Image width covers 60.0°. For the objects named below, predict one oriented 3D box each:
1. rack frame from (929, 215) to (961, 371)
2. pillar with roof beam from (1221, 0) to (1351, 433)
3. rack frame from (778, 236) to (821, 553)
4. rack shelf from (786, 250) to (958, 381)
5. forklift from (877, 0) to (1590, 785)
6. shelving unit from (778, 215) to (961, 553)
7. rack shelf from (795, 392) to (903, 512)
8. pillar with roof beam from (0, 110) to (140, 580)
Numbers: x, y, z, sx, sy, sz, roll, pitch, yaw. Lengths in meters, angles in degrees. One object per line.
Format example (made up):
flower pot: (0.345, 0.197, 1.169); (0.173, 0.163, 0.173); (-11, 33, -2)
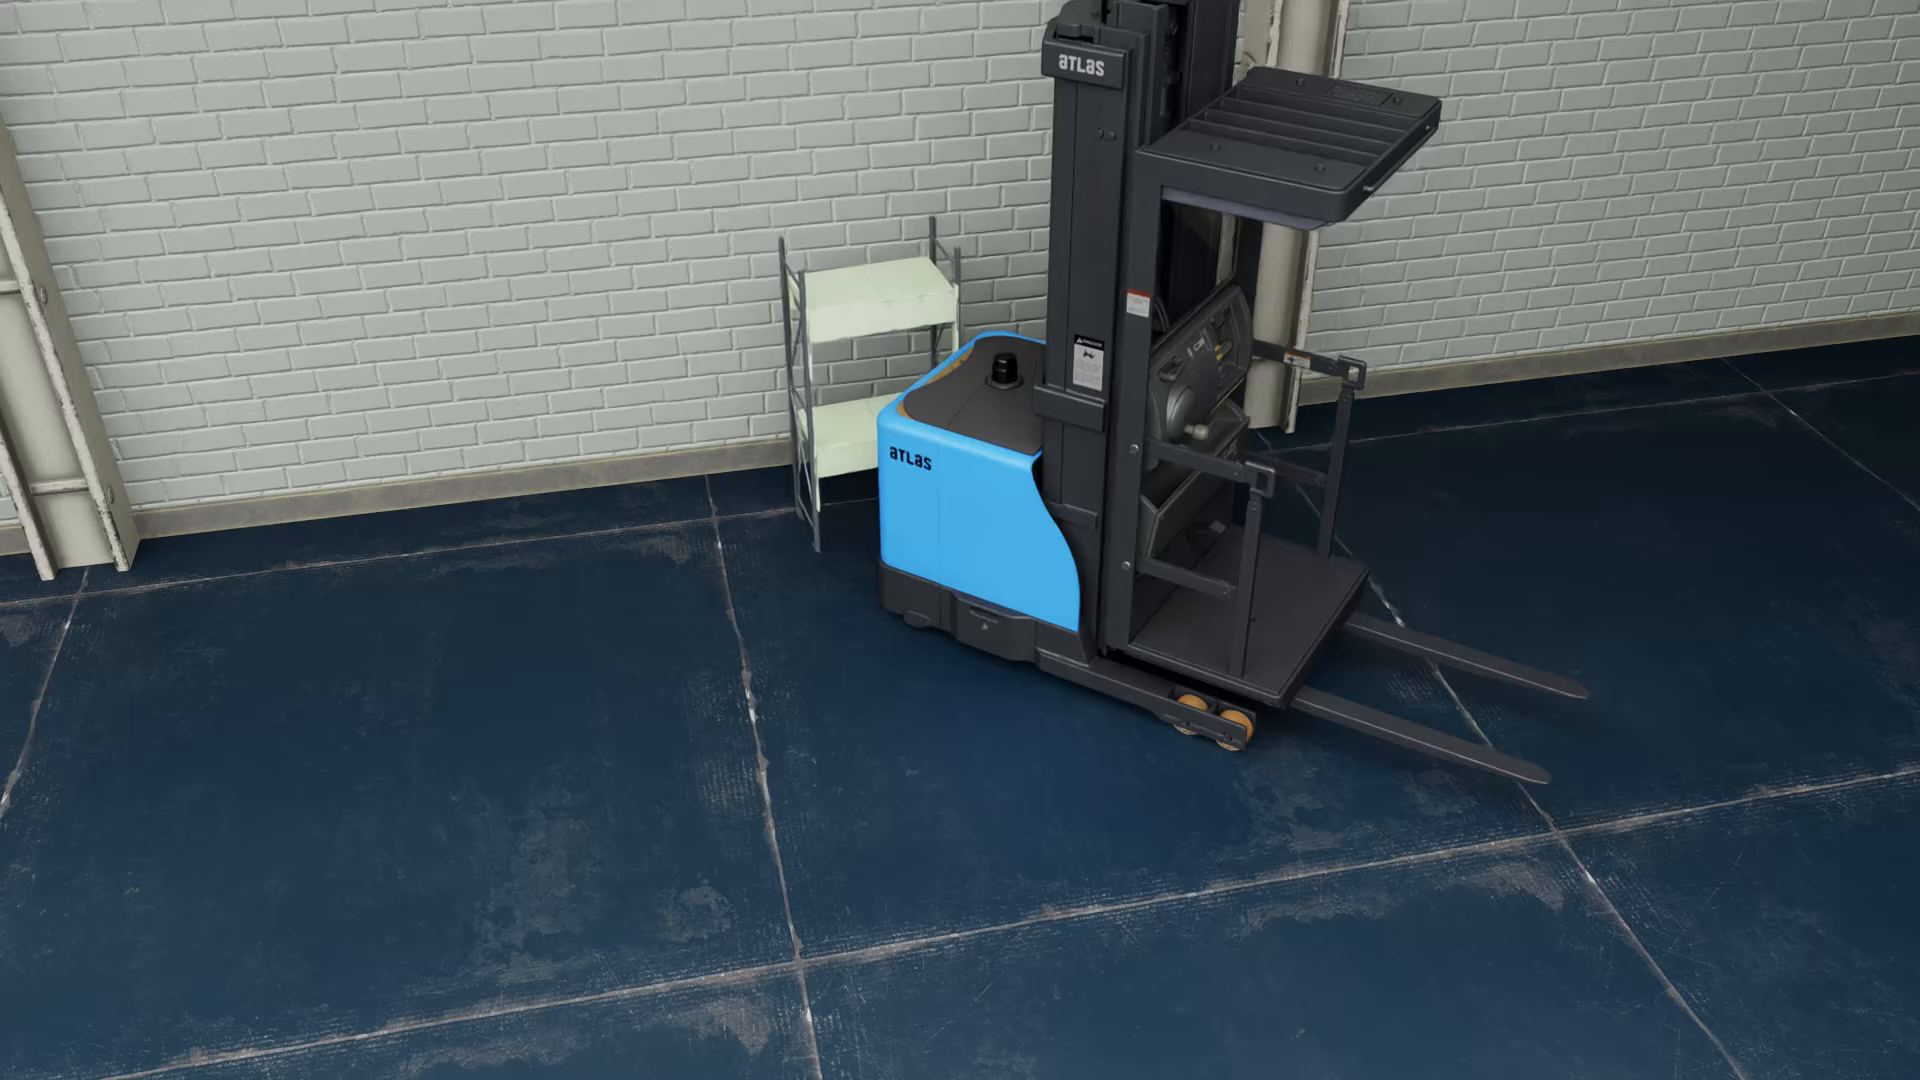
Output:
rack frame: (-0.069, -0.800, 8.096); (0.023, 1.500, 0.400); (-11, 35, -16)
pillar with roof beam: (2.563, -2.049, 3.227); (0.400, 9.000, 9.100); (-7, 35, -11)
rack frame: (-0.761, -0.666, 7.897); (0.023, 1.500, 0.400); (-11, 35, -16)
rack shelf: (-0.415, -1.057, 7.779); (0.720, 0.370, 0.431); (-11, 35, -16)
forklift: (1.153, -0.679, 6.632); (3.031, 2.935, 1.130); (19, 38, 25)
shelving unit: (-0.415, -0.733, 7.997); (0.755, 1.500, 0.431); (-11, 35, -16)
rack shelf: (-0.415, -0.462, 8.178); (0.720, 0.370, 0.431); (-11, 35, -16)
pillar with roof beam: (-3.289, -1.311, 2.128); (0.400, 9.000, 9.100); (-7, 35, -11)
